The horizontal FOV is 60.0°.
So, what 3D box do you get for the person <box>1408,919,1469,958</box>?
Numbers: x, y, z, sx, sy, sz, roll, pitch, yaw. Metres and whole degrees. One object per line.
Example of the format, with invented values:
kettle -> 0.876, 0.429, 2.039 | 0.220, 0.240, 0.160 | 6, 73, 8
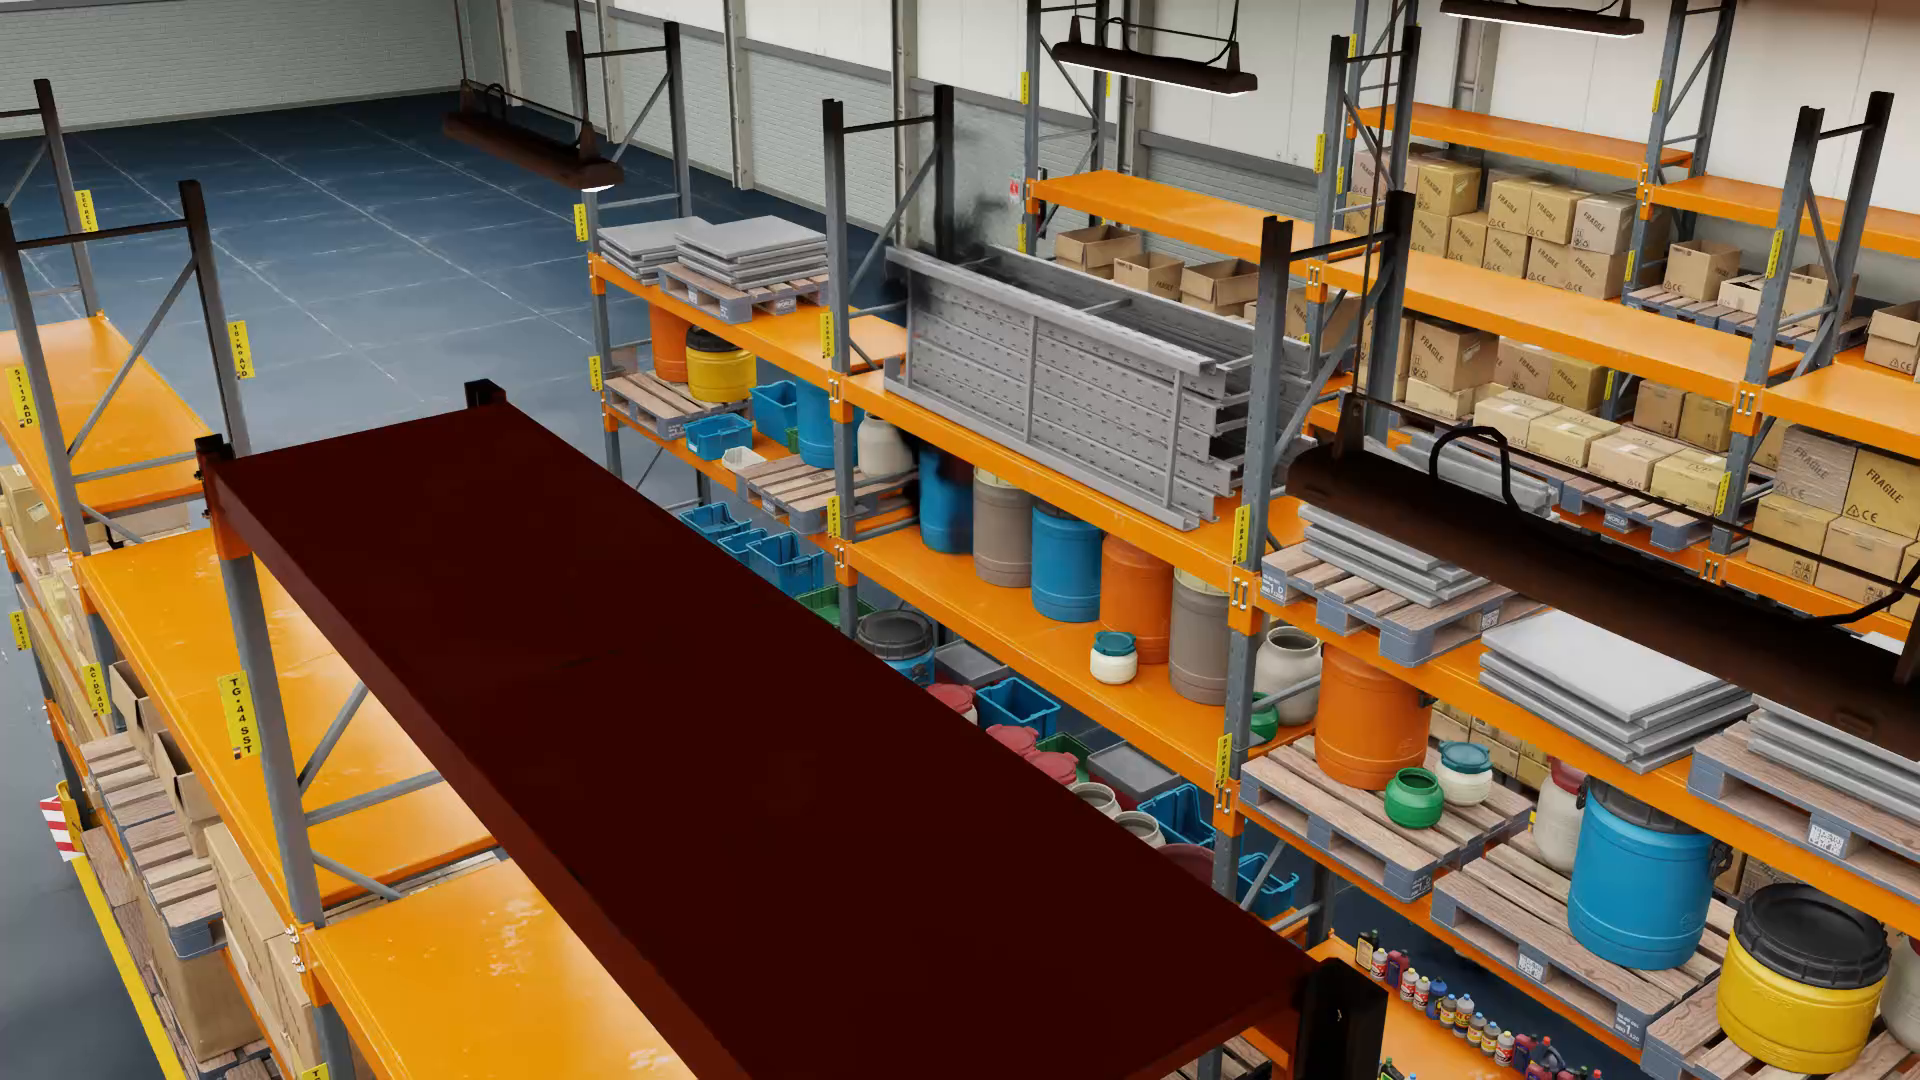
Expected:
person -> 3.545, 2.264, 12.016 | 0.526, 1.635, 0.813 | -22, 33, -39
